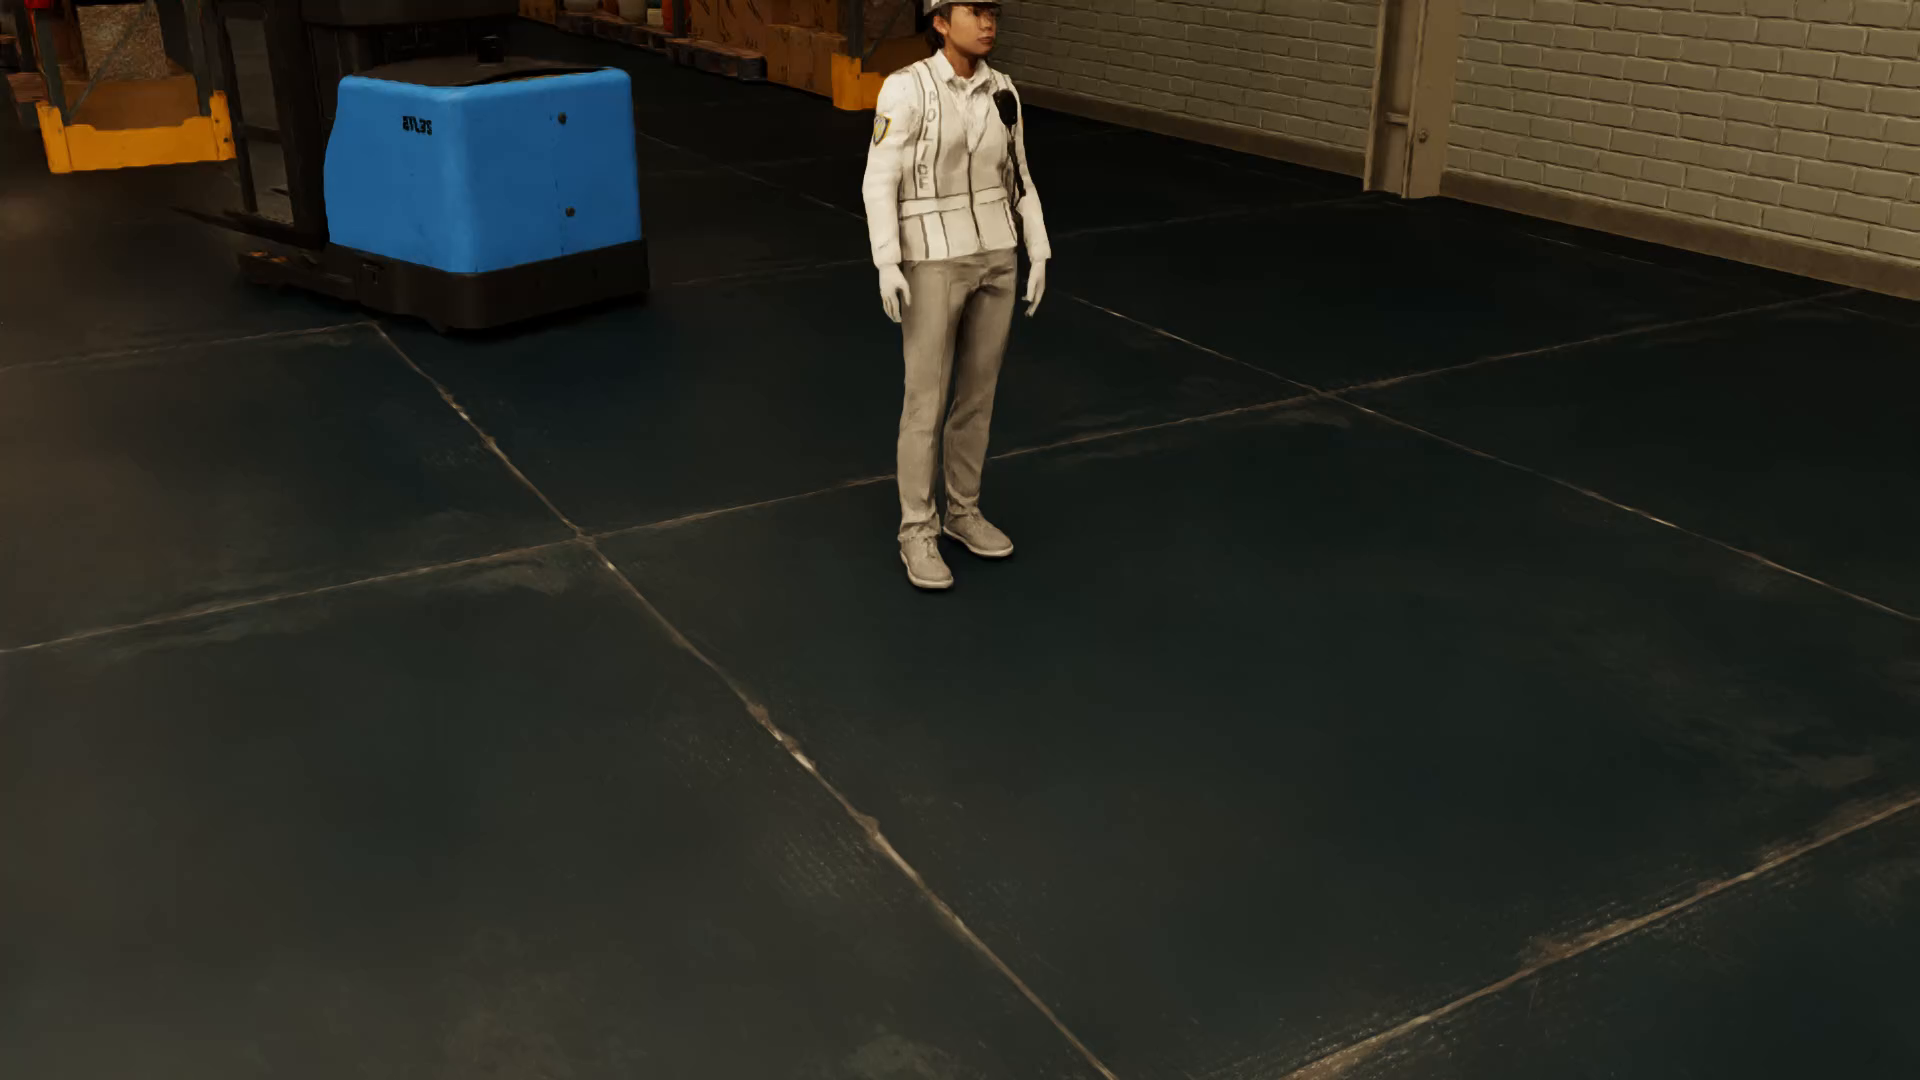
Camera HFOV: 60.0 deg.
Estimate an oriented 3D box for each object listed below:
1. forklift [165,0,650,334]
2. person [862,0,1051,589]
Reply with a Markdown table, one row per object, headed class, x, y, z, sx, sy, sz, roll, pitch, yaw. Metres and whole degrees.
| class | x | y | z | sx | sy | sz | roll | pitch | yaw |
| --- | --- | --- | --- | --- | --- | --- | --- | --- | --- |
| forklift | -2.919 | -2.698 | 7.850 | 3.031 | 2.935 | 1.130 | 18 | 28 | 36 |
| person | 0.028 | -0.768 | 4.753 | 0.586 | 1.695 | 0.532 | -12 | 25 | -28 |
